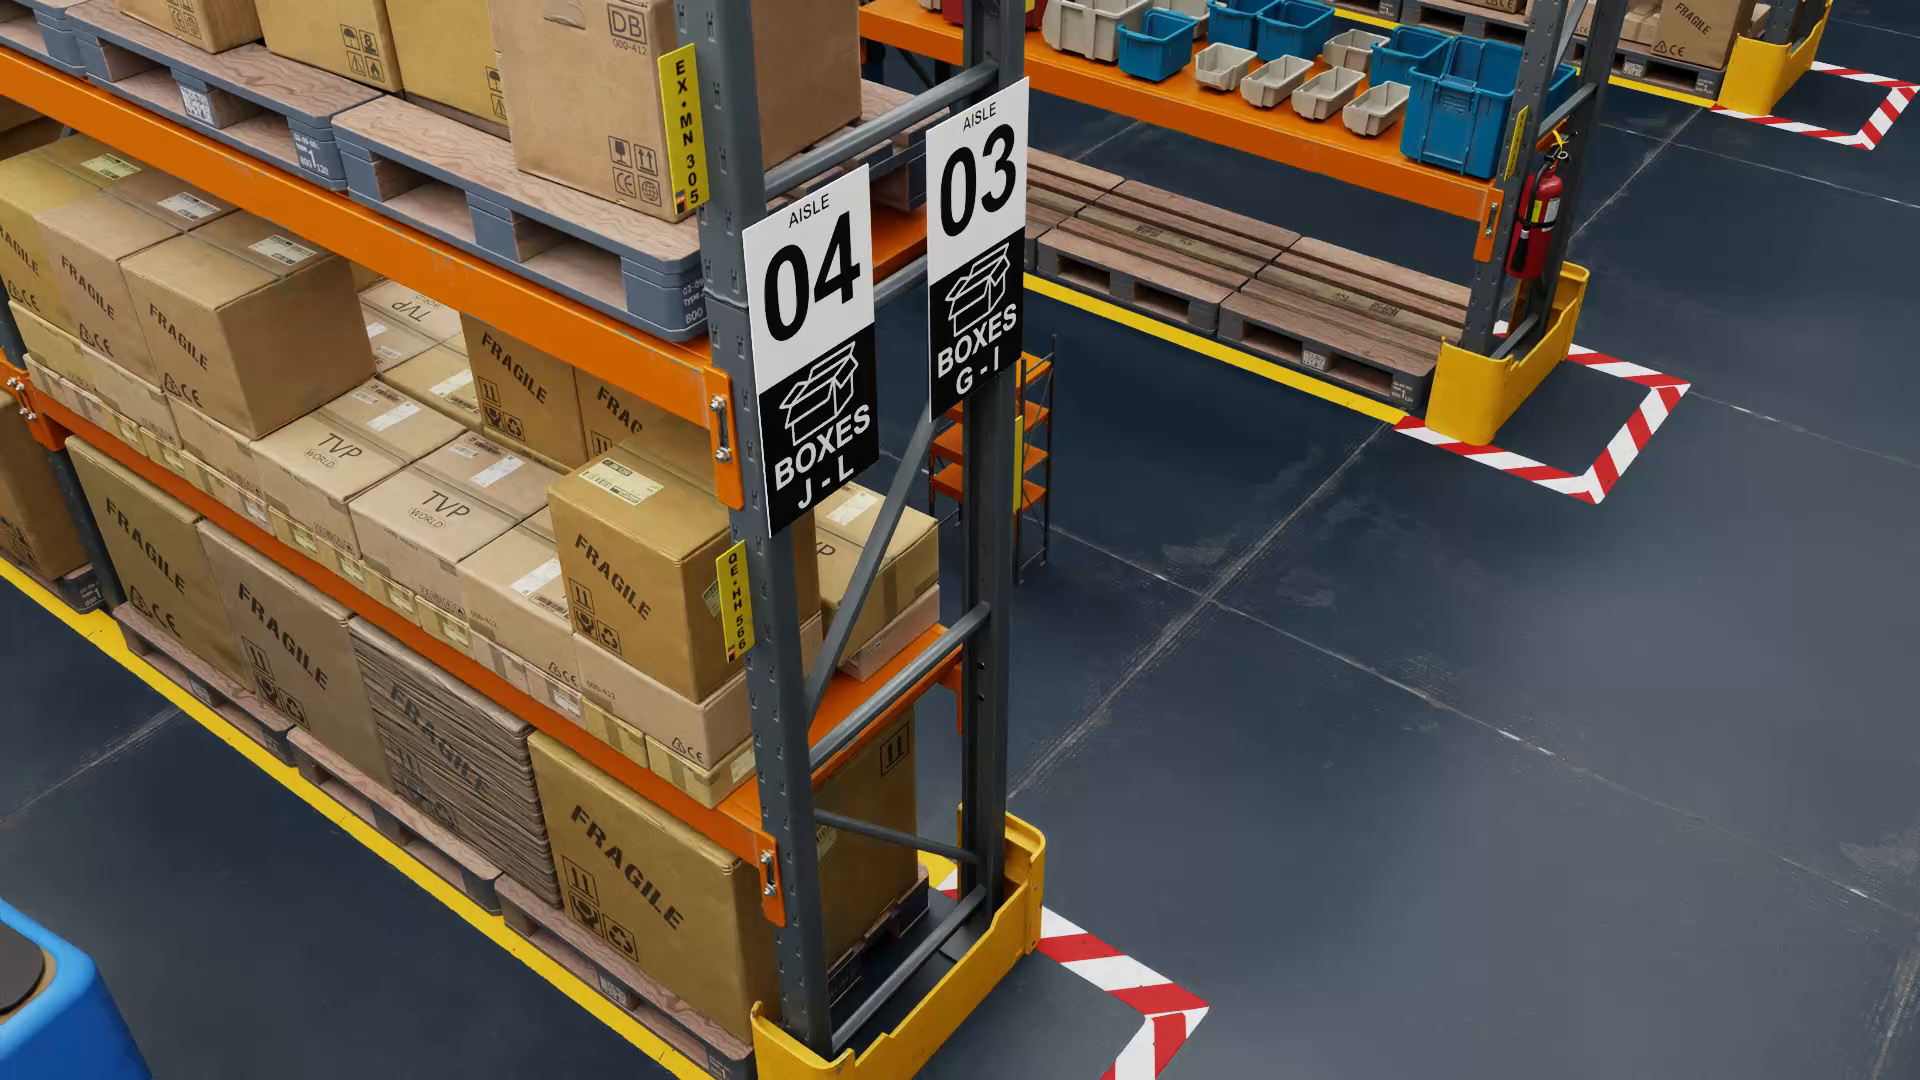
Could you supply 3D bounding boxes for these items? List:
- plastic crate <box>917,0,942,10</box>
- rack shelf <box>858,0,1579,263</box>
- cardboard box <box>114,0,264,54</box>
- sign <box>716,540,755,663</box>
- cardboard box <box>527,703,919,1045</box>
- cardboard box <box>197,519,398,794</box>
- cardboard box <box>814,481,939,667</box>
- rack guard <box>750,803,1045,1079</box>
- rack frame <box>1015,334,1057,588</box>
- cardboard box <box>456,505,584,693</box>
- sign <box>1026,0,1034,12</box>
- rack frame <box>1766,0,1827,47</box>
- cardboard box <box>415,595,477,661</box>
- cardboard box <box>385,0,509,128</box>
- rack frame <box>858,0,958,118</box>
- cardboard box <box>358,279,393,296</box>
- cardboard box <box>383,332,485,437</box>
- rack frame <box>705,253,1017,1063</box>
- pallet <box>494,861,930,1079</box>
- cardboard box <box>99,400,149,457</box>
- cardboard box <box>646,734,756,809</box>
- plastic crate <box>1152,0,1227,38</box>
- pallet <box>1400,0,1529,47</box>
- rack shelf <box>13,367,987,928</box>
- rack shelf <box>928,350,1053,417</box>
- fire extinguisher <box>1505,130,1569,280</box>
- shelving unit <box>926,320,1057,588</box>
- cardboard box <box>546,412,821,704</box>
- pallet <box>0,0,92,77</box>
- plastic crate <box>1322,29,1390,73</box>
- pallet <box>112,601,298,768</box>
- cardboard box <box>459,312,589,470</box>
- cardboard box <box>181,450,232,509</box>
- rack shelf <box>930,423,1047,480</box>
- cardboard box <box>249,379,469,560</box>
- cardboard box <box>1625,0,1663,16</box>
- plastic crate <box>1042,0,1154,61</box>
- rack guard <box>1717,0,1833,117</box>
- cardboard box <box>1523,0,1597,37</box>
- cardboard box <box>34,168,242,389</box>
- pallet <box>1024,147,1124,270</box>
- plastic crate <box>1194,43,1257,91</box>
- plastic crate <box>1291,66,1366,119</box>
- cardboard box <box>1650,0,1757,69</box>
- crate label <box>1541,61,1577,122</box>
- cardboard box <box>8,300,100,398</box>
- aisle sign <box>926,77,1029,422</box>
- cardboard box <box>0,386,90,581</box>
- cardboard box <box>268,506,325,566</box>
[{"bbox_3d":[-0.080,-3.161,9.519,0.243,0.136,0.396,25,45,29],"label":"plastic crate"},{"bbox_3d":[1.226,-2.453,9.033,4.000,0.370,1.077,25,45,29],"label":"rack shelf"},{"bbox_3d":[-1.961,-1.753,4.619,0.500,0.500,0.700,27,46,30],"label":"cardboard box"},{"bbox_3d":[-0.536,0.149,3.994,0.005,0.325,0.100,25,45,29],"label":"sign"},{"bbox_3d":[-0.752,0.909,5.539,0.875,0.875,0.875,25,45,29],"label":"cardboard box"},{"bbox_3d":[-2.182,0.235,6.400,0.875,0.875,0.875,25,45,29],"label":"cardboard box"},{"bbox_3d":[-0.412,0.068,5.110,0.500,0.250,0.500,24,44,27],"label":"cardboard box"},{"bbox_3d":[-0.176,1.431,5.516,0.348,0.500,1.175,25,45,29],"label":"rack guard"},{"bbox_3d":[0.325,-0.319,7.184,0.015,1.200,0.240,25,45,29],"label":"rack frame"},{"bbox_3d":[-1.144,0.138,5.021,0.500,0.250,0.500,24,44,28],"label":"cardboard box"},{"bbox_3d":[0.147,-1.388,3.883,0.005,0.325,0.100,25,45,29],"label":"sign"},{"bbox_3d":[5.826,-4.411,10.951,0.127,3.000,1.000,25,45,29],"label":"rack frame"},{"bbox_3d":[-1.490,0.183,5.287,0.250,0.149,0.380,24,44,28],"label":"cardboard box"},{"bbox_3d":[-1.014,-1.425,4.201,0.500,0.500,0.700,24,44,27],"label":"cardboard box"},{"bbox_3d":[-0.363,-3.485,9.768,0.127,3.000,1.000,25,45,29],"label":"rack frame"},{"bbox_3d":[-2.449,-0.889,6.332,0.500,0.250,0.500,27,45,30],"label":"cardboard box"},{"bbox_3d":[-1.644,-0.506,5.844,0.500,0.250,0.500,24,44,28],"label":"cardboard box"},{"bbox_3d":[-0.195,0.438,4.757,0.127,3.000,1.000,25,45,29],"label":"rack frame"},{"bbox_3d":[-0.878,1.275,5.950,1.213,0.211,1.003,25,45,29],"label":"pallet"},{"bbox_3d":[-2.921,-0.491,6.147,0.250,0.149,0.380,27,45,30],"label":"cardboard box"},{"bbox_3d":[-0.678,0.565,4.799,0.250,0.149,0.380,26,45,29],"label":"cardboard box"},{"bbox_3d":[1.203,-2.900,9.186,0.466,0.136,0.293,25,45,29],"label":"plastic crate"},{"bbox_3d":[4.167,-4.097,12.812,1.213,0.211,1.003,25,45,29],"label":"pallet"},{"bbox_3d":[-1.784,-0.028,5.936,4.000,0.370,1.077,25,45,29],"label":"rack shelf"},{"bbox_3d":[0.131,-0.720,7.059,0.480,0.148,0.258,25,45,29],"label":"rack shelf"},{"bbox_3d":[2.658,-1.531,7.637,0.183,0.674,0.296,25,45,29],"label":"fire extinguisher"},{"bbox_3d":[0.131,-0.410,7.301,0.503,1.200,0.258,25,45,29],"label":"shelving unit"},{"bbox_3d":[-0.742,0.031,4.549,0.500,0.500,0.500,26,45,29],"label":"cardboard box"},{"bbox_3d":[-2.729,-1.895,5.375,1.213,0.211,1.003,25,45,29],"label":"pallet"},{"bbox_3d":[2.075,-2.575,8.771,0.298,0.136,0.250,25,45,29],"label":"plastic crate"},{"bbox_3d":[-2.816,0.361,7.117,1.213,0.211,1.003,25,45,29],"label":"pallet"},{"bbox_3d":[-1.224,-0.605,5.362,0.500,0.500,0.500,24,44,27],"label":"cardboard box"},{"bbox_3d":[-2.508,-0.297,5.900,0.250,0.149,0.380,25,44,28],"label":"cardboard box"},{"bbox_3d":[0.131,-0.357,7.342,0.480,0.148,0.258,25,45,29],"label":"rack shelf"},{"bbox_3d":[-1.964,-0.245,5.510,0.500,0.250,0.500,25,45,29],"label":"cardboard box"},{"bbox_3d":[5.170,-4.032,12.340,0.500,0.250,0.500,25,45,29],"label":"cardboard box"},{"bbox_3d":[0.738,-2.800,8.941,0.530,0.282,0.437,25,45,29],"label":"plastic crate"},{"bbox_3d":[5.766,-3.455,11.758,0.348,0.500,1.175,25,45,29],"label":"rack guard"},{"bbox_3d":[4.508,-3.955,12.242,0.500,0.250,0.500,25,45,29],"label":"cardboard box"},{"bbox_3d":[-2.761,-0.920,5.764,0.500,0.500,0.500,25,45,29],"label":"cardboard box"},{"bbox_3d":[0.245,-2.131,10.300,1.213,0.211,1.003,25,45,29],"label":"pallet"},{"bbox_3d":[1.352,-2.433,8.590,0.250,0.136,0.298,25,45,29],"label":"plastic crate"},{"bbox_3d":[1.835,-2.239,8.342,0.243,0.136,0.396,25,45,29],"label":"plastic crate"},{"bbox_3d":[5.245,-3.683,11.692,0.500,0.500,0.500,25,45,29],"label":"cardboard box"},{"bbox_3d":[2.818,-2.198,8.212,0.303,0.233,0.416,25,45,29],"label":"crate label"},{"bbox_3d":[-3.158,-0.814,6.237,0.500,0.250,0.500,24,44,28],"label":"cardboard box"},{"bbox_3d":[0.044,-0.705,4.109,0.004,0.787,0.394,25,45,29],"label":"aisle sign"},{"bbox_3d":[-3.893,-0.619,7.490,0.875,0.875,1.225,25,45,29],"label":"cardboard box"},{"bbox_3d":[-2.100,-0.104,5.654,0.250,0.149,0.380,24,44,27],"label":"cardboard box"}]
